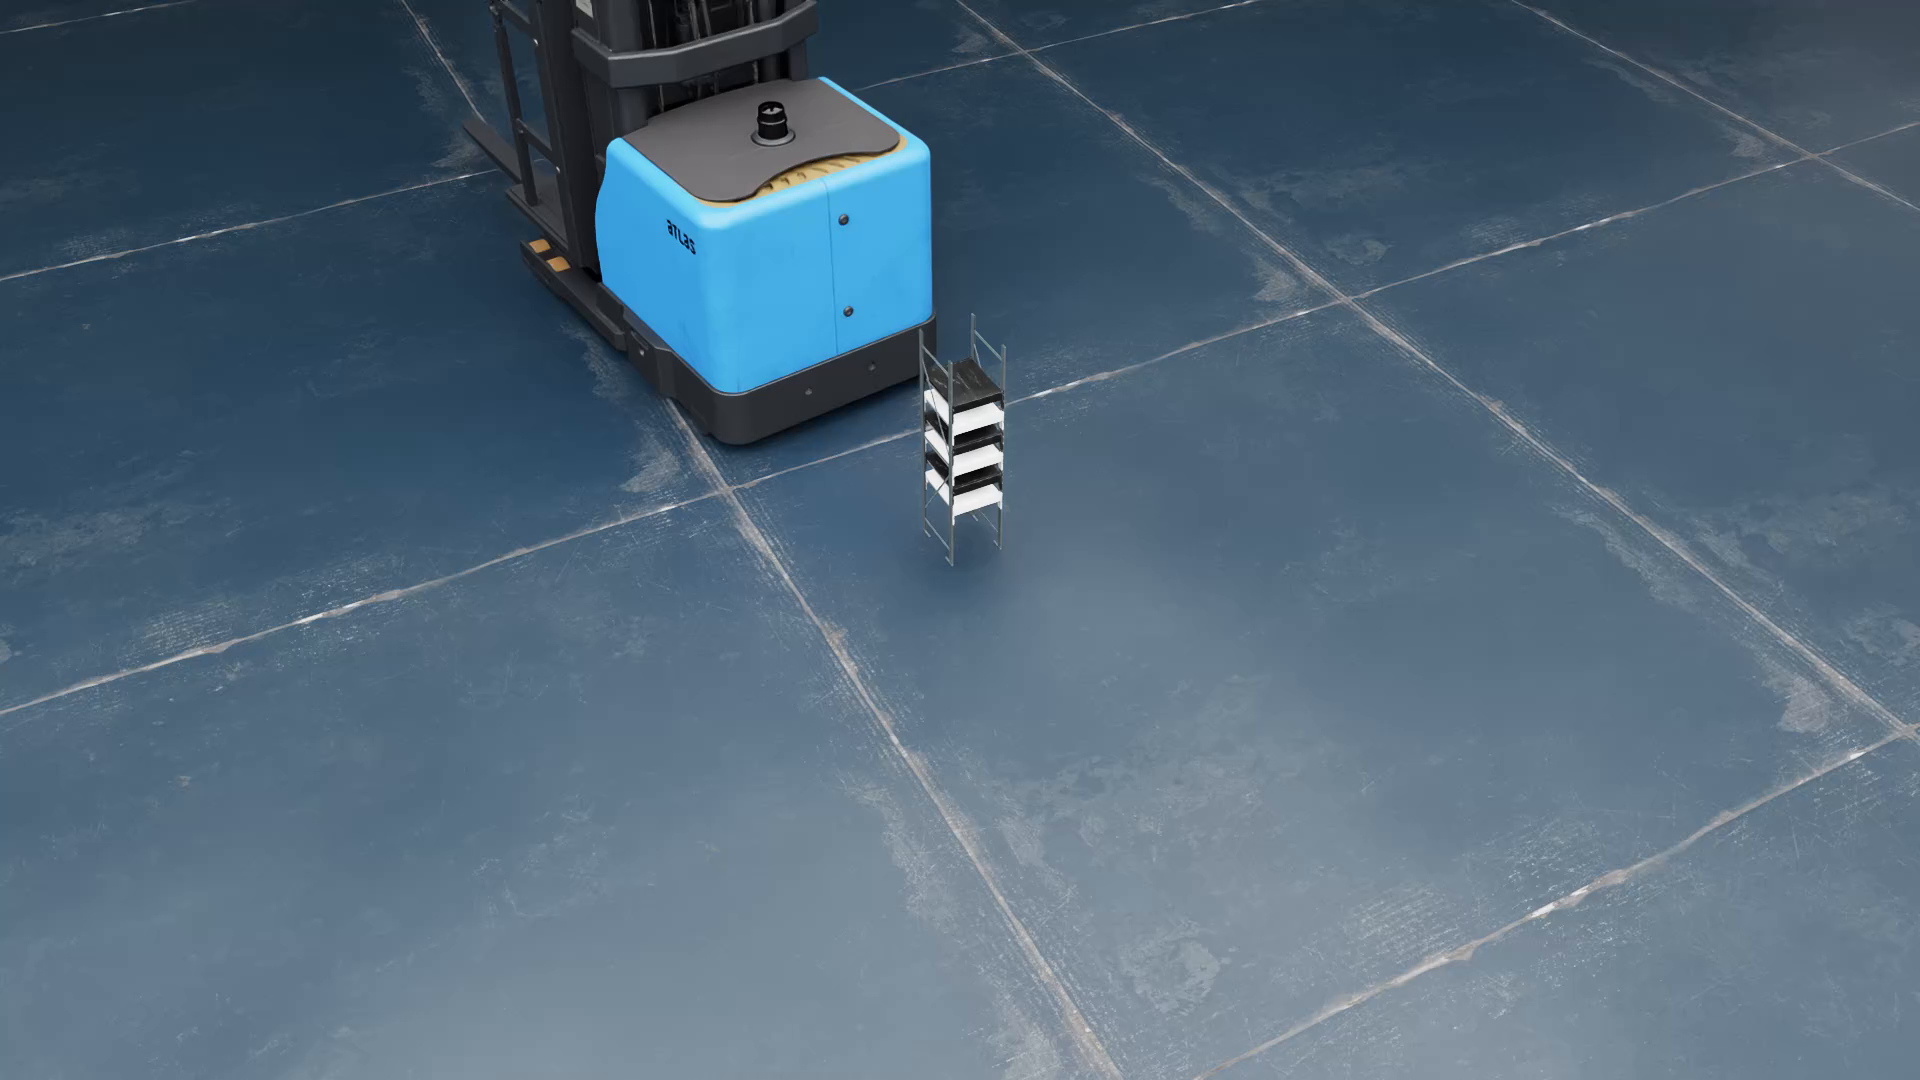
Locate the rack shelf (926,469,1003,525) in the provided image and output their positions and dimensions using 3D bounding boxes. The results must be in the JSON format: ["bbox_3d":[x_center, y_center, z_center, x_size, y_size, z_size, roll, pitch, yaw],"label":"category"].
[{"bbox_3d":[0.007,-0.183,6.100,0.200,0.077,0.258,-19,44,-21],"label":"rack shelf"}]

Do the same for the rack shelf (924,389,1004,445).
[{"bbox_3d":[0.007,-0.458,5.867,0.200,0.077,0.258,-19,44,-21],"label":"rack shelf"}]

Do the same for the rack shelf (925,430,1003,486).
[{"bbox_3d":[0.007,-0.320,5.984,0.200,0.077,0.258,-19,44,-21],"label":"rack shelf"}]

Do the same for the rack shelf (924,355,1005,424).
[{"bbox_3d":[0.007,-0.527,5.809,0.200,0.077,0.258,-19,44,-21],"label":"rack shelf"}]

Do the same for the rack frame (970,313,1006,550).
[{"bbox_3d":[0.097,-0.376,5.998,0.006,0.900,0.240,-19,44,-21],"label":"rack frame"}]

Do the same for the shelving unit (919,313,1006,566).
[{"bbox_3d":[0.007,-0.346,5.962,0.210,0.900,0.258,-19,44,-21],"label":"shelving unit"}]

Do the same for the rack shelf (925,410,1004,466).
[{"bbox_3d":[0.007,-0.389,5.926,0.200,0.077,0.258,-19,44,-21],"label":"rack shelf"}]

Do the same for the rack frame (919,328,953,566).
[{"bbox_3d":[-0.083,-0.316,5.926,0.006,0.900,0.240,-19,44,-21],"label":"rack frame"}]

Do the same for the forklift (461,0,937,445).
[{"bbox_3d":[-1.367,-2.404,6.822,1.130,2.935,3.031,-25,46,-27],"label":"forklift"}]

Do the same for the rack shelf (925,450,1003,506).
[{"bbox_3d":[0.007,-0.252,6.042,0.200,0.077,0.258,-19,44,-21],"label":"rack shelf"}]
